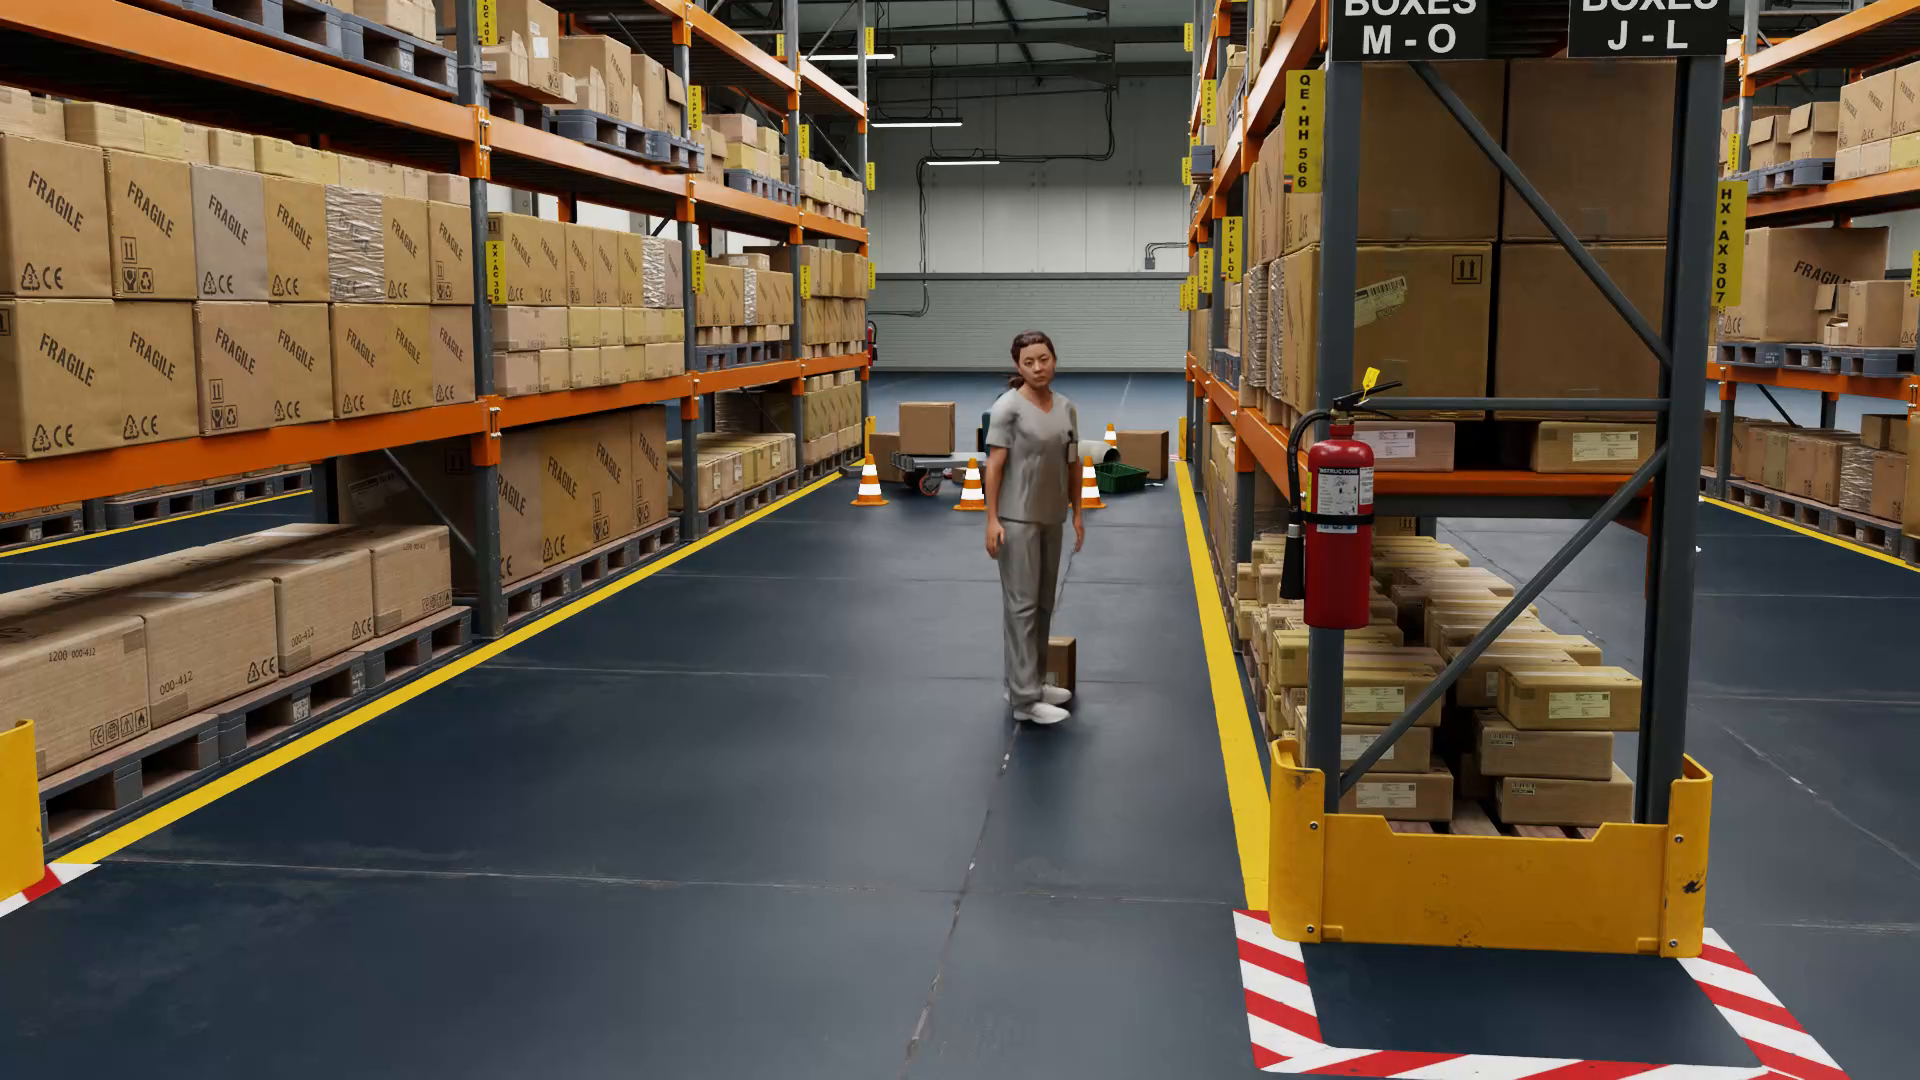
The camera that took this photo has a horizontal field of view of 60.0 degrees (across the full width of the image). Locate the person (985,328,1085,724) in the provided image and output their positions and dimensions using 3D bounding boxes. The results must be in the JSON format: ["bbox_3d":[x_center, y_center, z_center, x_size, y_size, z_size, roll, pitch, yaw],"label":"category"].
[{"bbox_3d":[0.333,-0.069,7.140,0.536,1.666,0.583,-6,10,-40],"label":"person"}]
